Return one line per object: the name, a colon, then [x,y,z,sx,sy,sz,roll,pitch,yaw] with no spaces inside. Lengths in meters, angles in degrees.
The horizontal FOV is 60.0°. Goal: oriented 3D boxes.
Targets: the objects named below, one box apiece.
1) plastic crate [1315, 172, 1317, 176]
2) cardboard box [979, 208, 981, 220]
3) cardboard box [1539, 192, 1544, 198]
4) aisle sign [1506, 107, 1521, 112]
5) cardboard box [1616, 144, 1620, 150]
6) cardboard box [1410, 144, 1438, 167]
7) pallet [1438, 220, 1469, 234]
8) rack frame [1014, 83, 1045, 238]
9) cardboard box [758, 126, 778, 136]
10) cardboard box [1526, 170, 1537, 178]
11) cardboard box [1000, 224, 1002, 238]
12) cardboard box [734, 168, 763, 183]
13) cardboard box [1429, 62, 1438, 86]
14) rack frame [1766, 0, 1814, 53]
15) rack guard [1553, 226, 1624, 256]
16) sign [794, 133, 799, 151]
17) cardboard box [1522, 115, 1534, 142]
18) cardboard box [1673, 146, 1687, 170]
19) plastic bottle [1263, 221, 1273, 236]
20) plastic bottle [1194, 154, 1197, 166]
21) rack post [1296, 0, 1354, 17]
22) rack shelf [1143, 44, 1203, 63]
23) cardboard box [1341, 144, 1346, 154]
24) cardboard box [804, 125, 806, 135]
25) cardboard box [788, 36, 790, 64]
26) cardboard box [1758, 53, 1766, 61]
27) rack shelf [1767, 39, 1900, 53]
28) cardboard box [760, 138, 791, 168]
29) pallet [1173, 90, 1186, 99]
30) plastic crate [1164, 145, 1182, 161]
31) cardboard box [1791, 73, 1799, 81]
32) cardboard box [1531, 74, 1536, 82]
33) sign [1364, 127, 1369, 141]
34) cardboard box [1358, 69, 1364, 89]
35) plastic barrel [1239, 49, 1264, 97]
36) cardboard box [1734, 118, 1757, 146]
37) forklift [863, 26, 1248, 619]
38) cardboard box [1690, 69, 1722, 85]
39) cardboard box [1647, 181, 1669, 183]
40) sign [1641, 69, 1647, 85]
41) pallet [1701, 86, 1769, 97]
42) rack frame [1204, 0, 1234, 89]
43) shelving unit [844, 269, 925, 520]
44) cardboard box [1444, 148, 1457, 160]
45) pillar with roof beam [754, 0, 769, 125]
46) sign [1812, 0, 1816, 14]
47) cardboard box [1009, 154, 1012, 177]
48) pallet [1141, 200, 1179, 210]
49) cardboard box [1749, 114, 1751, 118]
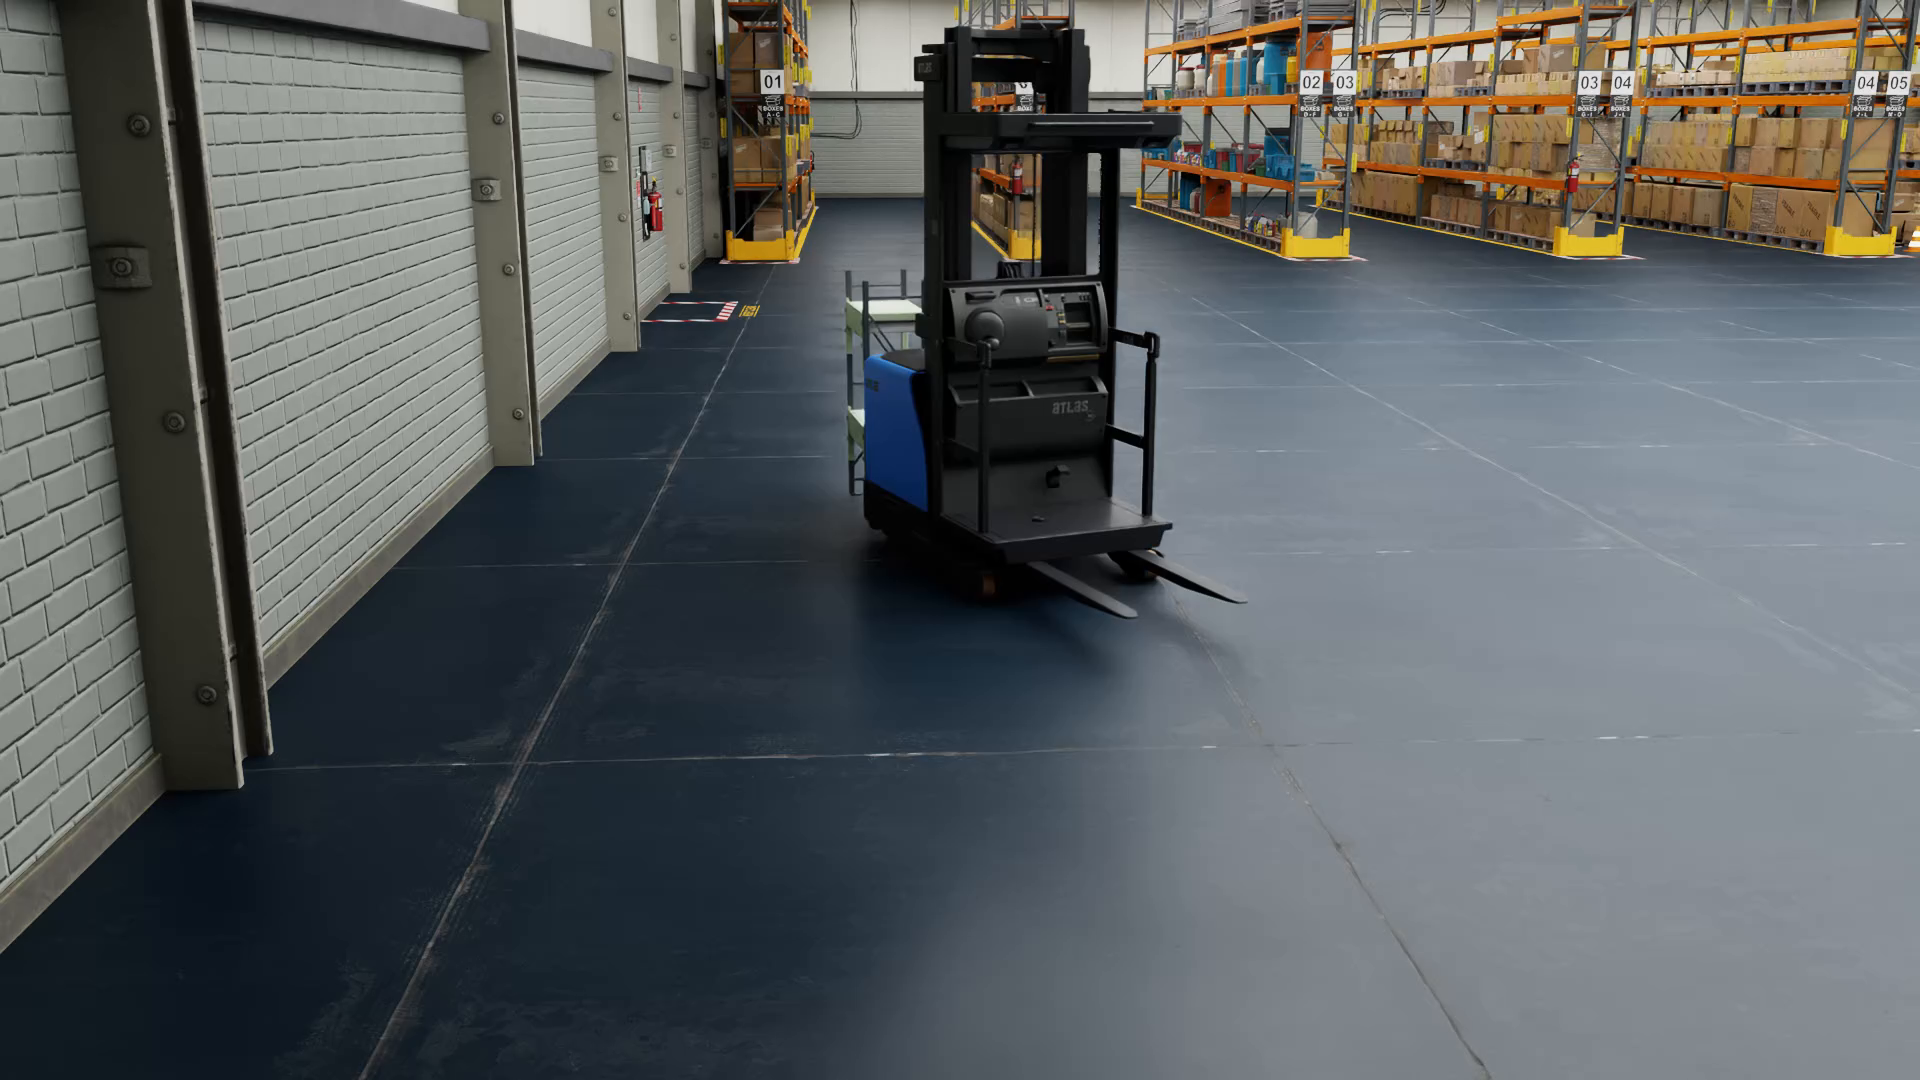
plastic crate: [6.499,-6.979,31.661,0.530,0.136,0.437,-1,14,-3]
cardboard box: [0.693,-7.163,36.522,0.500,0.250,0.500,-1,14,-4]
cardboard box: [15.197,-8.925,42.976,0.380,0.149,0.250,-1,14,-2]
aisle sign: [14.998,-11.892,45.007,0.394,0.787,0.004,-1,14,-3]
cardboard box: [15.295,-9.037,38.196,0.380,0.149,0.250,0,14,-1]
cardboard box: [10.563,-8.745,37.796,0.500,0.500,0.500,0,14,-2]
pallet: [10.961,-6.731,35.762,1.003,0.211,1.213,-1,14,-3]
rack frame: [1.449,-6.436,29.023,1.000,3.000,0.127,-1,14,-3]
cardboard box: [-4.277,-9.023,36.732,0.500,0.250,0.500,0,14,-2]
cardboard box: [10.915,-6.906,31.351,0.380,0.149,0.250,-1,14,-3]
cardboard box: [1.016,-5.810,31.263,0.500,0.250,0.500,-1,14,-3]
cardboard box: [-3.717,-6.409,29.178,0.500,0.250,0.500,-1,14,-3]
cardboard box: [10.614,-10.200,36.428,0.500,0.500,0.500,-1,14,-3]
rack frame: [20.484,-12.631,41.060,1.000,3.000,0.127,-1,14,-3]
rack guard: [11.332,-5.397,29.998,1.175,0.500,0.348,-1,14,-3]
sign: [-3.201,-7.783,32.520,0.100,0.325,0.005,-1,14,-3]
cardboard box: [10.968,-7.771,31.406,0.500,0.500,0.500,-1,14,-3]
cardboard box: [15.650,-8.186,35.623,0.500,0.500,0.500,-1,14,-4]
plastic bottle: [5.854,-5.919,31.595,0.152,0.276,0.135,-1,14,-3]
plastic bottle: [5.420,-8.717,38.142,0.097,0.271,0.097,0,14,0]
rack post: [6.474,-9.365,29.369,0.937,0.300,0.954,1,14,3]
rack shelf: [5.526,-12.357,42.240,1.077,0.370,4.000,-1,14,-3]
cardboard box: [10.210,-10.132,43.088,0.500,0.250,0.500,-1,14,-5]
cardboard box: [-3.954,-9.797,39.739,0.500,0.250,0.500,-1,14,-2]
cardboard box: [-3.299,-8.706,29.578,0.500,0.500,0.500,0,14,-2]
cardboard box: [15.762,-9.382,32.310,0.380,0.149,0.250,-1,14,-4]
rack shelf: [20.608,-11.592,39.266,1.077,0.370,4.000,-1,14,-3]
cardboard box: [-3.224,-6.783,29.124,0.500,0.500,0.500,-1,14,-3]
pallet: [5.796,-10.664,39.813,1.213,0.211,1.003,-1,14,-3]
plastic crate: [5.281,-9.629,41.341,0.392,0.384,0.575,-1,14,-3]
cardboard box: [15.841,-8.679,31.181,0.380,0.149,0.250,-1,14,-3]
cardboard box: [10.970,-8.684,31.237,0.380,0.149,0.250,-1,14,-2]
sign: [10.040,-10.022,41.060,0.100,0.325,0.005,-1,14,-3]
cardboard box: [10.456,-11.653,42.034,0.700,0.500,0.500,0,14,-1]
plastic barrel: [5.898,-9.325,33.225,0.600,0.901,0.708,-1,14,-3]
cardboard box: [16.034,-8.138,33.168,0.875,0.550,0.550,-1,14,-3]
forklift: [0.465,-1.220,8.886,1.130,2.935,3.031,-6,16,-23]
cardboard box: [15.718,-9.729,34.933,0.500,0.311,0.500,-1,14,-5]
cardboard box: [15.997,-8.161,38.393,0.500,0.250,0.500,-2,15,-6]
sign: [15.256,-10.325,37.077,0.100,0.325,0.005,-1,14,-3]
pallet: [15.940,-9.222,34.213,0.805,0.209,1.217,-1,15,-6]
rack frame: [5.898,-11.407,36.301,1.000,3.000,0.127,-1,14,-3]
shelving unit: [-0.473,-0.952,10.716,0.431,1.500,0.755,-3,15,-12]
cardboard box: [10.716,-8.288,35.679,0.500,0.250,0.500,-1,14,-5]
pillar with roof beam: [-1.220,-13.968,46.256,9.100,9.000,0.400,-1,14,-3]
sign: [21.025,-13.133,40.977,0.100,0.325,0.005,-1,14,-3]
cardboard box: [1.302,-7.114,31.453,0.700,0.500,0.500,-1,14,-3]
pallet: [5.415,-8.935,44.330,1.003,0.211,1.213,-1,14,-3]
cardboard box: [20.240,-10.712,42.129,0.380,0.149,0.250,-1,14,-2]
